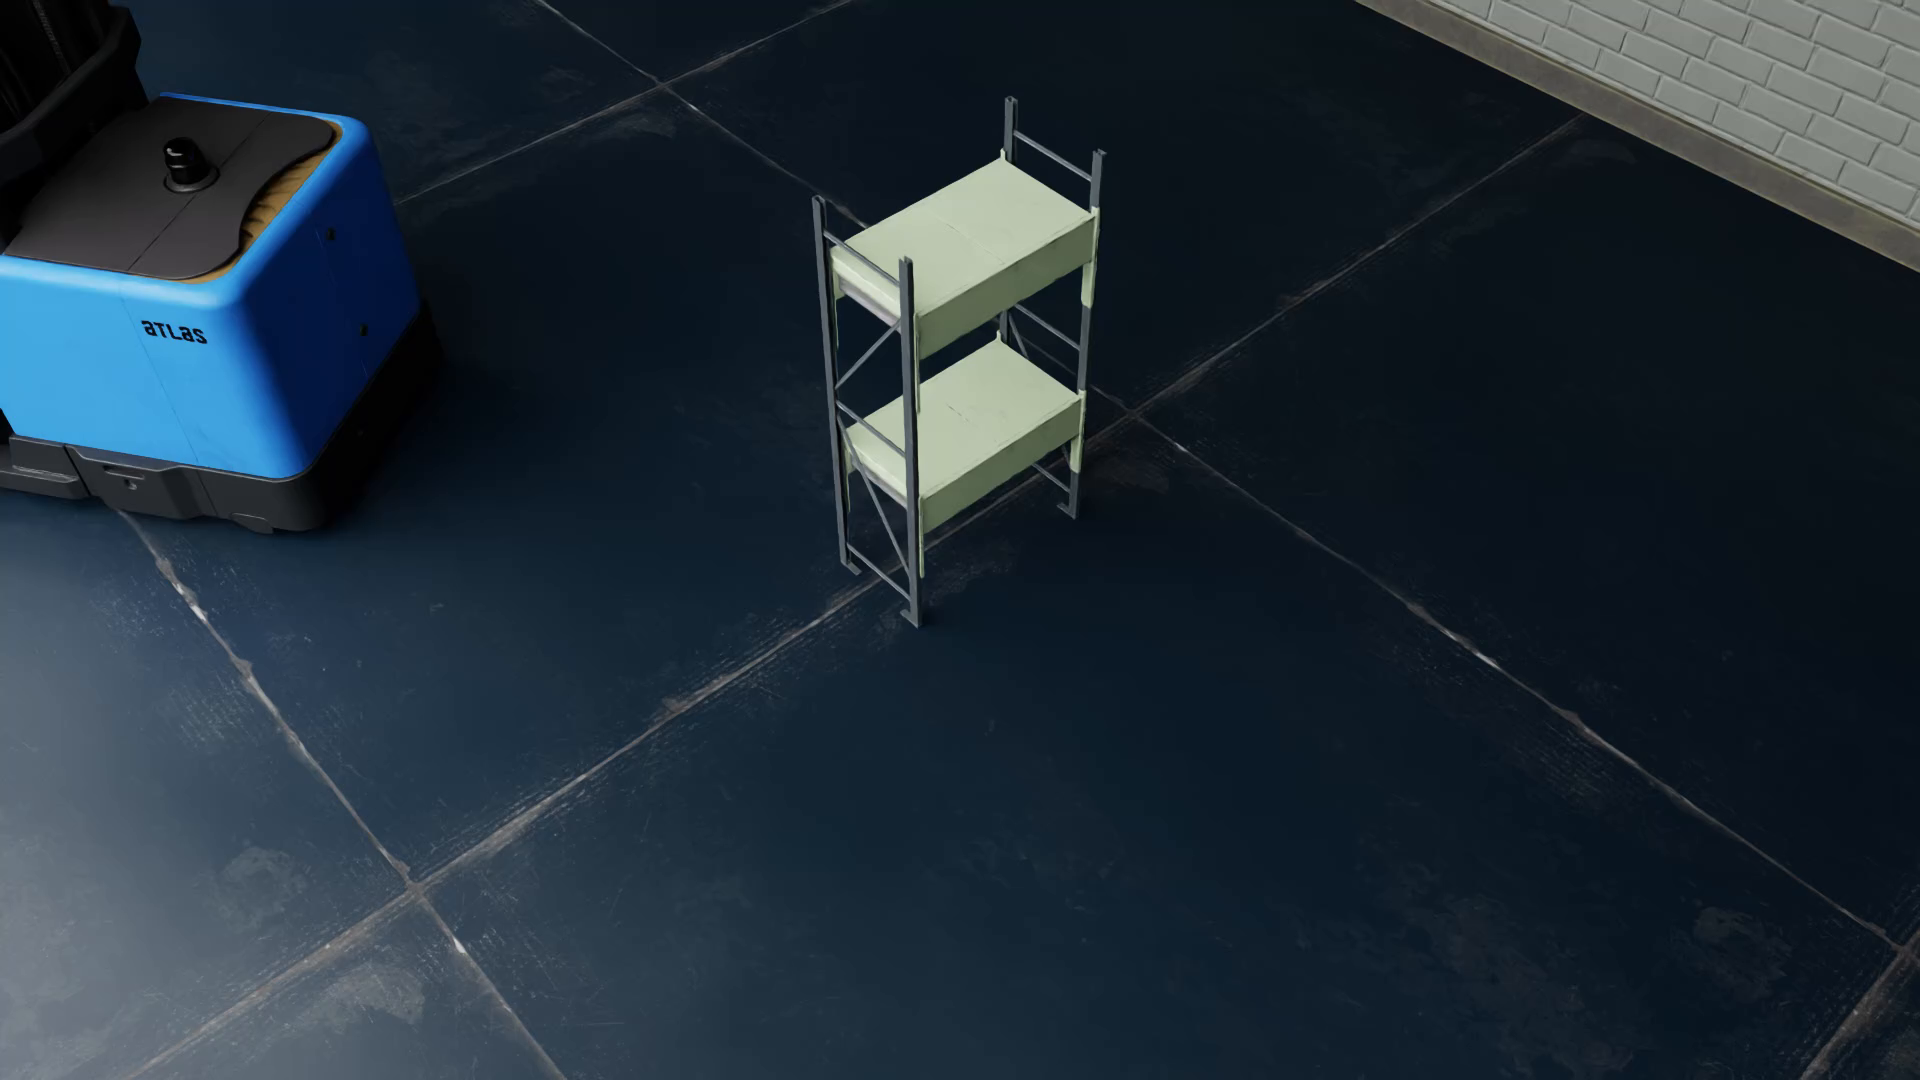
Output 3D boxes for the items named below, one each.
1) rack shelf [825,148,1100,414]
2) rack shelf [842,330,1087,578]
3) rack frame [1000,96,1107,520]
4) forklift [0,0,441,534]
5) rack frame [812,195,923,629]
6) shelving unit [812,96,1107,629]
[{"bbox_3d":[0.005,-0.777,4.915,0.720,0.370,0.431,-34,56,-27],"label":"rack shelf"},{"bbox_3d":[0.005,-0.291,5.441,0.720,0.370,0.431,-34,56,-27],"label":"rack shelf"},{"bbox_3d":[0.276,-0.693,5.369,0.023,1.500,0.400,-34,56,-27],"label":"rack frame"},{"bbox_3d":[-3.542,-1.581,5.214,3.031,2.935,1.130,9,48,9],"label":"forklift"},{"bbox_3d":[-0.266,-0.331,5.035,0.023,1.500,0.400,-34,56,-27],"label":"rack frame"},{"bbox_3d":[0.005,-0.512,5.202,0.755,1.500,0.431,-34,56,-27],"label":"shelving unit"}]
